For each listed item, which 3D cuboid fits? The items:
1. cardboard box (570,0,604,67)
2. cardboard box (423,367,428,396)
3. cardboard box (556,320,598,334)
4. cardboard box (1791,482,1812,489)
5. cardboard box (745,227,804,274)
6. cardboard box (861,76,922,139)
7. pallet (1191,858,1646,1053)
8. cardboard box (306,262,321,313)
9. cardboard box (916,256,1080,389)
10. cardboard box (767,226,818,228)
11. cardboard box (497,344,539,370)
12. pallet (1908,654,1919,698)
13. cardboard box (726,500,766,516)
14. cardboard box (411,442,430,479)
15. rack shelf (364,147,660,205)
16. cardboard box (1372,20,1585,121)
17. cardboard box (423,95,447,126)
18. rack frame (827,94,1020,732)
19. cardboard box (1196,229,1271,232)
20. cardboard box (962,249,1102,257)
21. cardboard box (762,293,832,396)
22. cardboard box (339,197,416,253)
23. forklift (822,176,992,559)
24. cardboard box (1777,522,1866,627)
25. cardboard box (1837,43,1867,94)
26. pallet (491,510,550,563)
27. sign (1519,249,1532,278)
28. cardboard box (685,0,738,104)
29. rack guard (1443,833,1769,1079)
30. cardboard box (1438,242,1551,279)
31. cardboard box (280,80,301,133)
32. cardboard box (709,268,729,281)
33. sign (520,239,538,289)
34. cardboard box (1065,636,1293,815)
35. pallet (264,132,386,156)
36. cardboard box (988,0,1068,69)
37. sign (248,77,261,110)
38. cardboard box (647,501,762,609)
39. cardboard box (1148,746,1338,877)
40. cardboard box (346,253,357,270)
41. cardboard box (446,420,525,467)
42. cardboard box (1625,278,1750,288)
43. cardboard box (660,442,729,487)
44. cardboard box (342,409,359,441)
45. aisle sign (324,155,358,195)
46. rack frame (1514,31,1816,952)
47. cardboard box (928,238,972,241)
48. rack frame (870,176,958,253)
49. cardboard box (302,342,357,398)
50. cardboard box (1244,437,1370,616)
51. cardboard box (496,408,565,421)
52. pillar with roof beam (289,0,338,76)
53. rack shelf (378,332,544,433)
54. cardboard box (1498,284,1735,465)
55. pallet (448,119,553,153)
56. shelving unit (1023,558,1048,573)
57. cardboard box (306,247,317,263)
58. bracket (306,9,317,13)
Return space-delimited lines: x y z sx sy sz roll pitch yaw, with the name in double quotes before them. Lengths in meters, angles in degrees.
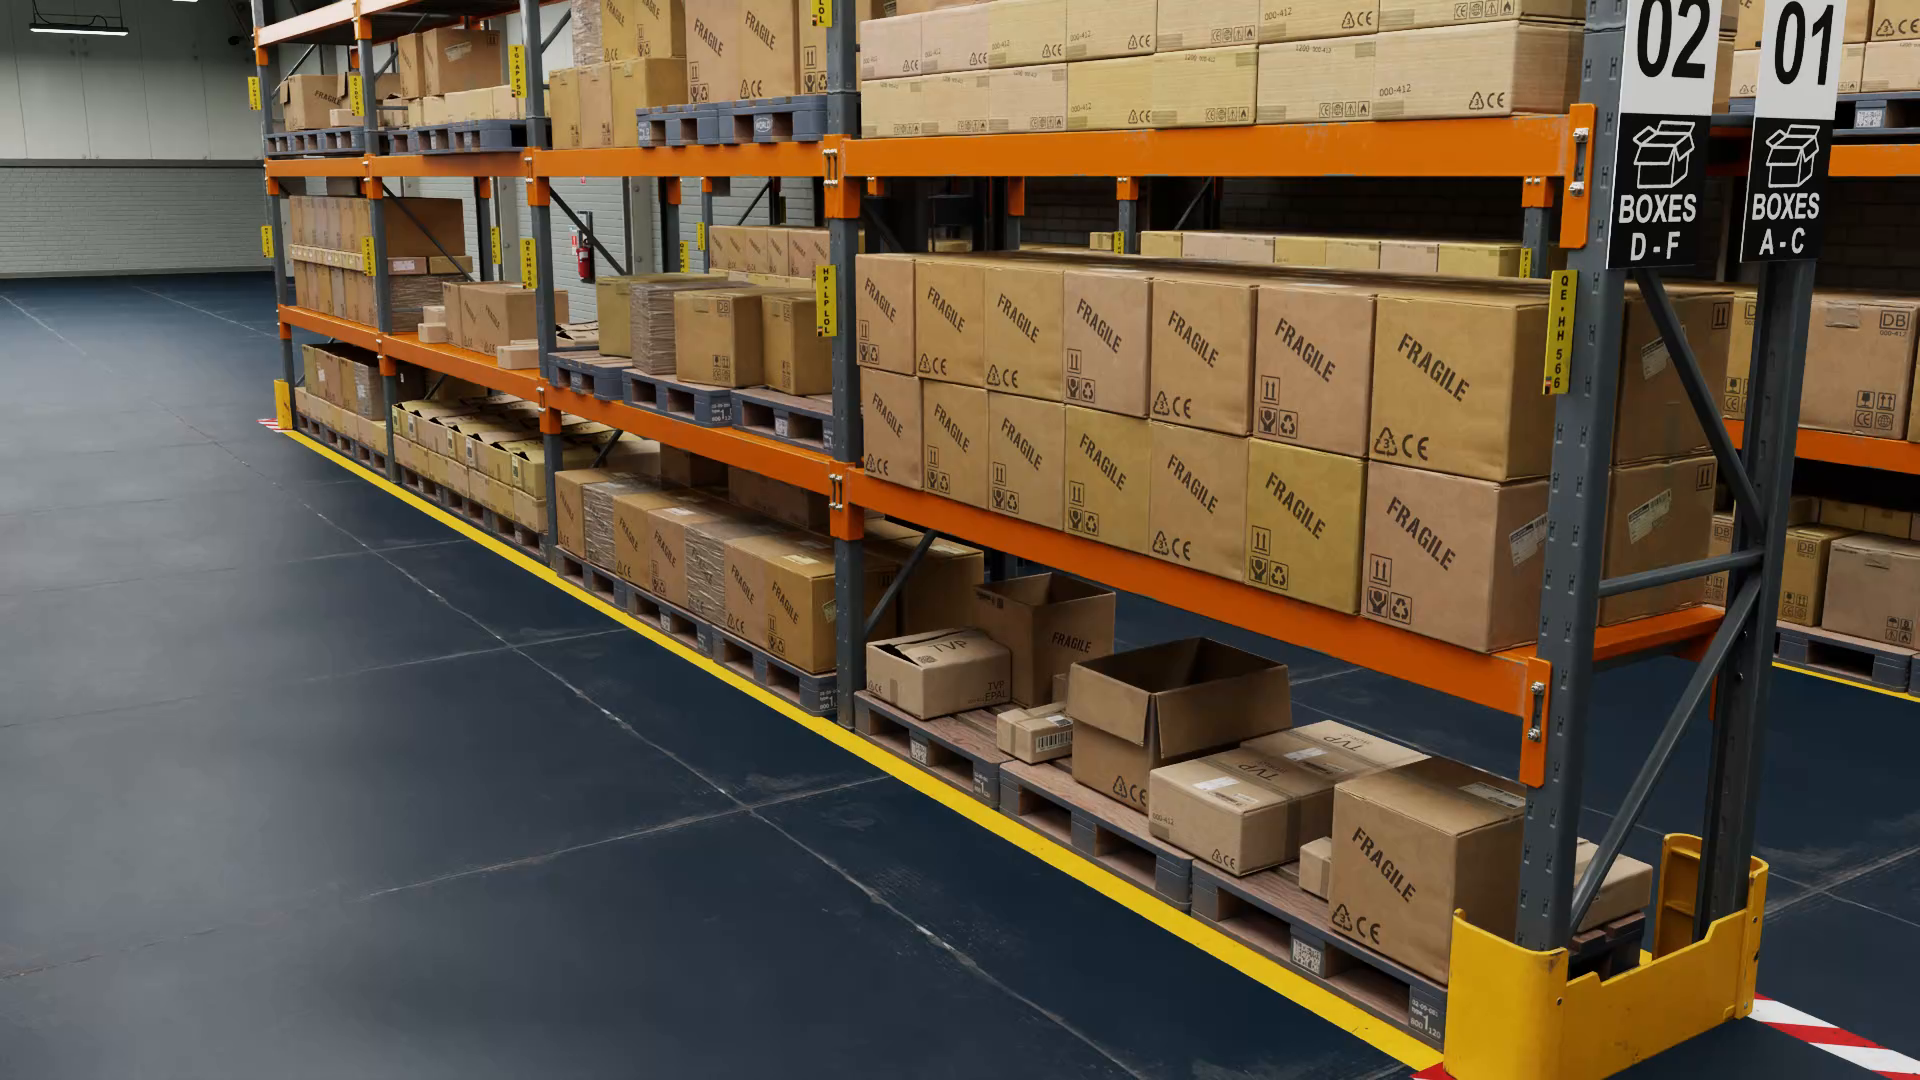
"cardboard box" -2.135 -3.238 10.550 0.500 0.500 0.500 -8 15 -33
"cardboard box" -4.868 -1.461 15.717 0.500 0.500 0.500 -8 15 -33
"cardboard box" -2.706 -1.452 12.188 0.500 0.311 0.500 -8 15 -33
"cardboard box" 4.821 -0.254 9.851 0.380 0.149 0.250 -9 15 -35
"cardboard box" -2.121 -3.324 19.089 0.500 0.500 0.500 -9 15 -35
"cardboard box" -0.092 -1.878 7.259 0.500 0.250 0.500 -8 15 -33
"pallet" 1.576 1.317 5.848 1.003 0.211 1.213 -8 15 -33
"cardboard box" -6.261 -2.608 17.031 0.700 0.500 0.500 -8 14 -31
"cardboard box" 0.158 -0.931 7.021 0.500 0.500 0.500 -9 15 -35
"cardboard box" -1.973 -3.477 19.788 0.500 0.500 0.500 -8 15 -32
"cardboard box" -3.100 -1.318 11.955 0.380 0.149 0.250 -8 15 -33
"pallet" 5.675 0.752 8.430 1.003 0.211 1.213 -8 15 -33
"cardboard box" -1.075 0.016 10.088 0.500 0.500 0.500 -9 15 -35
"cardboard box" -4.288 -0.695 13.970 0.500 0.250 0.500 -8 14 -31
"rack shelf" -3.480 -2.783 12.729 1.077 0.370 4.000 -8 15 -33
"cardboard box" 1.557 -1.343 4.811 0.500 0.250 0.500 -8 15 -33
"cardboard box" -3.948 -3.414 13.299 0.500 0.250 0.500 -10 16 -38
"rack frame" -0.155 -0.602 8.093 1.000 3.000 0.127 -8 15 -33
"cardboard box" 2.217 -2.421 13.677 0.500 0.250 0.500 -8 14 -31
"cardboard box" 0.340 -1.080 7.705 0.500 0.500 0.500 -8 15 -32
"cardboard box" -0.665 -1.082 9.069 0.700 0.500 0.500 -6 14 -24
"cardboard box" -5.397 -2.964 15.625 0.700 0.500 0.500 -8 15 -33
"forklift" -0.341 -1.544 12.560 1.130 2.935 3.031 -8 15 -32
"cardboard box" 4.854 0.153 9.507 0.700 0.500 0.500 -8 15 -31
"cardboard box" 4.691 -2.498 8.878 0.500 0.250 0.500 -9 15 -34
"pallet" -2.795 -0.102 12.335 1.003 0.211 1.213 -8 15 -33
"sign" 3.520 -1.650 10.361 0.100 0.325 0.005 -8 15 -33
"cardboard box" -1.114 -2.705 9.239 0.600 0.600 0.600 -9 15 -35
"rack guard" 2.019 1.317 5.169 1.175 0.500 0.348 -8 15 -33
"cardboard box" 3.495 -1.812 10.894 0.500 0.250 0.500 -8 14 -31
"cardboard box" -6.489 -4.423 16.992 0.797 0.503 0.637 -7 14 -29
"cardboard box" -2.676 -3.135 19.982 0.500 0.250 0.500 -9 15 -34
"sign" -2.832 -1.813 10.920 0.100 0.325 0.005 -8 15 -33
"cardboard box" 0.890 0.736 6.788 0.797 0.503 0.637 -8 15 -33
"pallet" -6.434 -4.030 16.952 1.003 0.211 1.213 -8 15 -33
"cardboard box" 0.453 -1.943 6.387 0.500 0.250 0.500 -8 15 -33
"sign" -7.269 -4.603 17.135 0.100 0.325 0.005 -8 15 -33
"cardboard box" -1.495 0.082 9.787 0.500 0.500 0.500 -9 15 -35
"cardboard box" 1.053 0.998 6.185 0.500 0.250 0.500 -8 15 -33
"cardboard box" -5.479 -2.595 15.453 0.380 0.149 0.250 -8 15 -33
"cardboard box" -3.713 -0.784 13.068 0.500 0.311 0.500 -8 14 -31
"cardboard box" 4.253 -1.237 10.296 0.980 0.700 0.700 -8 15 -32
"cardboard box" -1.623 -0.525 10.809 0.500 0.250 0.500 -7 14 -31
"cardboard box" -5.585 -1.121 15.918 0.500 0.250 0.500 -8 15 -33
"aisle sign" -6.596 -4.053 17.787 0.394 0.787 0.004 -8 15 -33
"rack frame" 2.061 0.109 4.840 1.000 3.000 0.127 -8 15 -33
"cardboard box" -0.212 -2.781 16.794 0.700 0.500 0.500 -8 15 -33
"rack frame" -0.466 -2.612 17.284 1.000 3.000 0.127 -8 15 -33
"cardboard box" -6.413 -1.754 17.059 0.500 0.500 0.500 -8 15 -33
"cardboard box" 1.296 -0.079 5.467 0.500 0.500 0.500 -8 15 -32
"cardboard box" -3.557 -0.942 13.787 0.500 0.311 0.500 -8 15 -33
"pillar with roof beam" -18.455 -9.991 36.983 9.100 9.000 0.548 -8 15 -33
"rack shelf" -3.480 -1.318 13.050 1.077 0.370 4.000 -8 15 -33
"cardboard box" 2.035 -0.538 5.226 0.500 0.500 0.500 -8 14 -31
"pallet" -2.822 -2.797 11.550 1.213 0.211 1.003 -7 14 -30
"shelving unit" 0.582 -0.396 11.362 0.189 1.200 0.258 11 17 42
"cardboard box" -6.342 -2.870 16.714 0.380 0.149 0.250 -8 15 -34
"bracket" -14.937 -12.143 38.399 0.235 0.232 0.430 -8 15 -33
